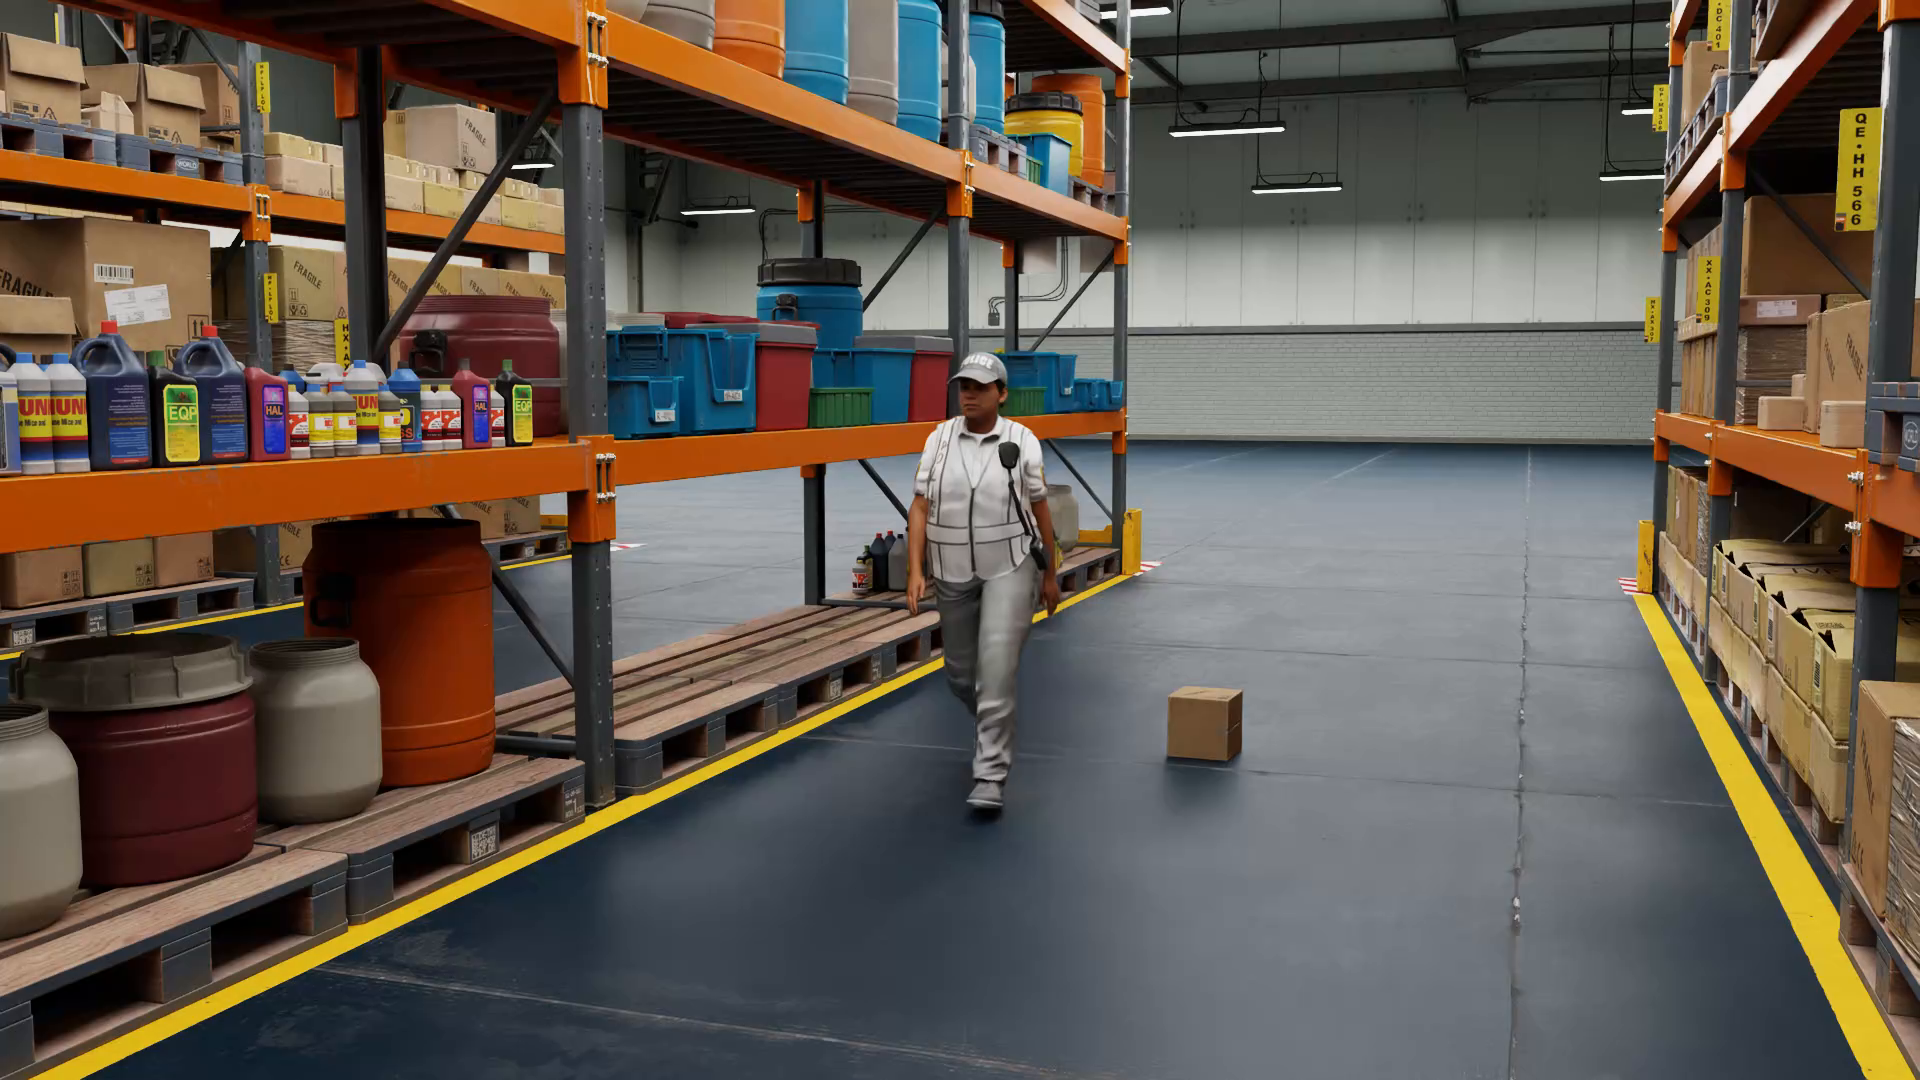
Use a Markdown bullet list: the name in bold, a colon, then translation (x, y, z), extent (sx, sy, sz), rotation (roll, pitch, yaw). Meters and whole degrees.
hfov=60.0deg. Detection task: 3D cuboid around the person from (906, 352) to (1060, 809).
- **person**: translation (0.090, 0.113, 6.150), extent (0.516, 1.603, 1.015), rotation (2, 6, 16)
